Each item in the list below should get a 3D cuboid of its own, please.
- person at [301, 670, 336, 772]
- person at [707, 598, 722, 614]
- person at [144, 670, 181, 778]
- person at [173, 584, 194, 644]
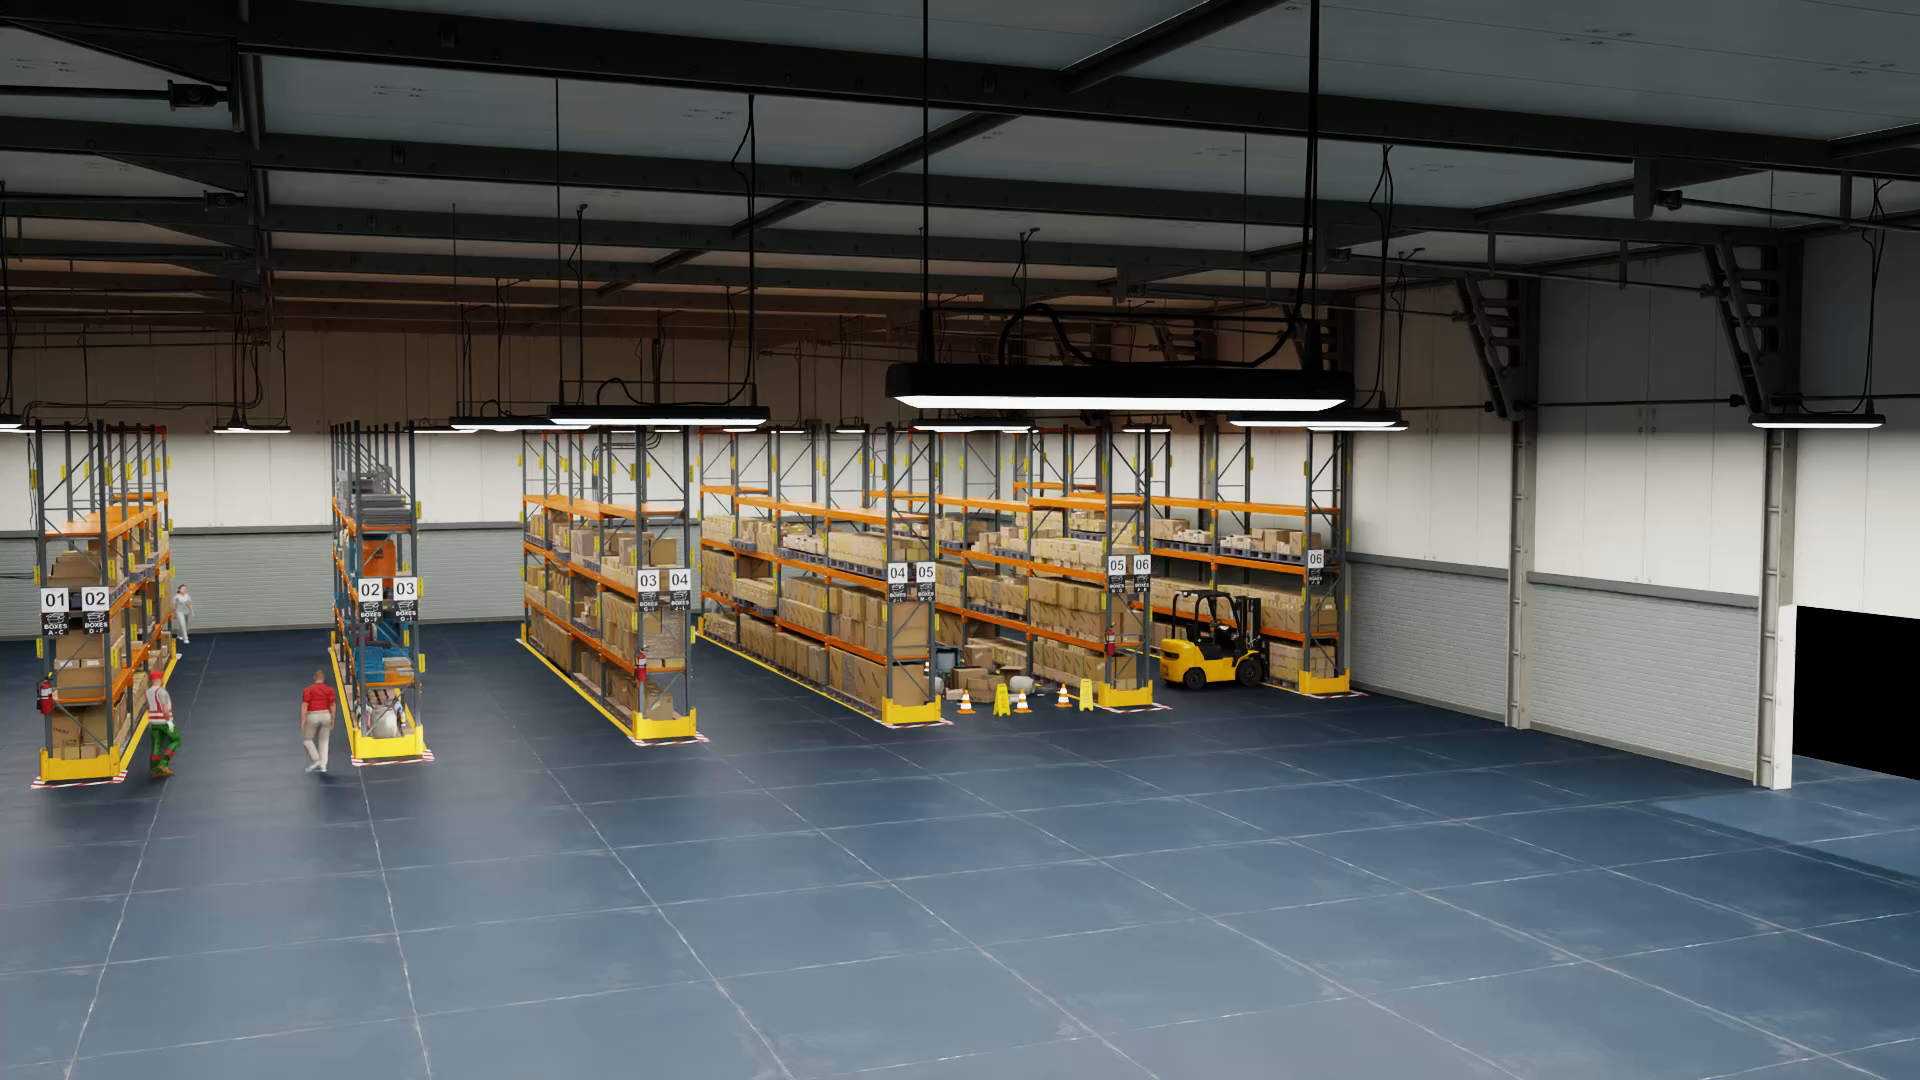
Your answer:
[{"bbox_3d":[-10.900,3.085,28.278,0.573,1.722,0.483,-3,4,-36],"label":"person"},{"bbox_3d":[-7.271,1.815,49.280,0.822,1.641,0.509,-2,4,-29],"label":"person"},{"bbox_3d":[-13.440,3.078,27.926,0.655,1.766,0.454,1,4,22],"label":"person"},{"bbox_3d":[-21.473,2.030,45.925,1.099,1.611,0.487,3,5,43],"label":"person"}]
